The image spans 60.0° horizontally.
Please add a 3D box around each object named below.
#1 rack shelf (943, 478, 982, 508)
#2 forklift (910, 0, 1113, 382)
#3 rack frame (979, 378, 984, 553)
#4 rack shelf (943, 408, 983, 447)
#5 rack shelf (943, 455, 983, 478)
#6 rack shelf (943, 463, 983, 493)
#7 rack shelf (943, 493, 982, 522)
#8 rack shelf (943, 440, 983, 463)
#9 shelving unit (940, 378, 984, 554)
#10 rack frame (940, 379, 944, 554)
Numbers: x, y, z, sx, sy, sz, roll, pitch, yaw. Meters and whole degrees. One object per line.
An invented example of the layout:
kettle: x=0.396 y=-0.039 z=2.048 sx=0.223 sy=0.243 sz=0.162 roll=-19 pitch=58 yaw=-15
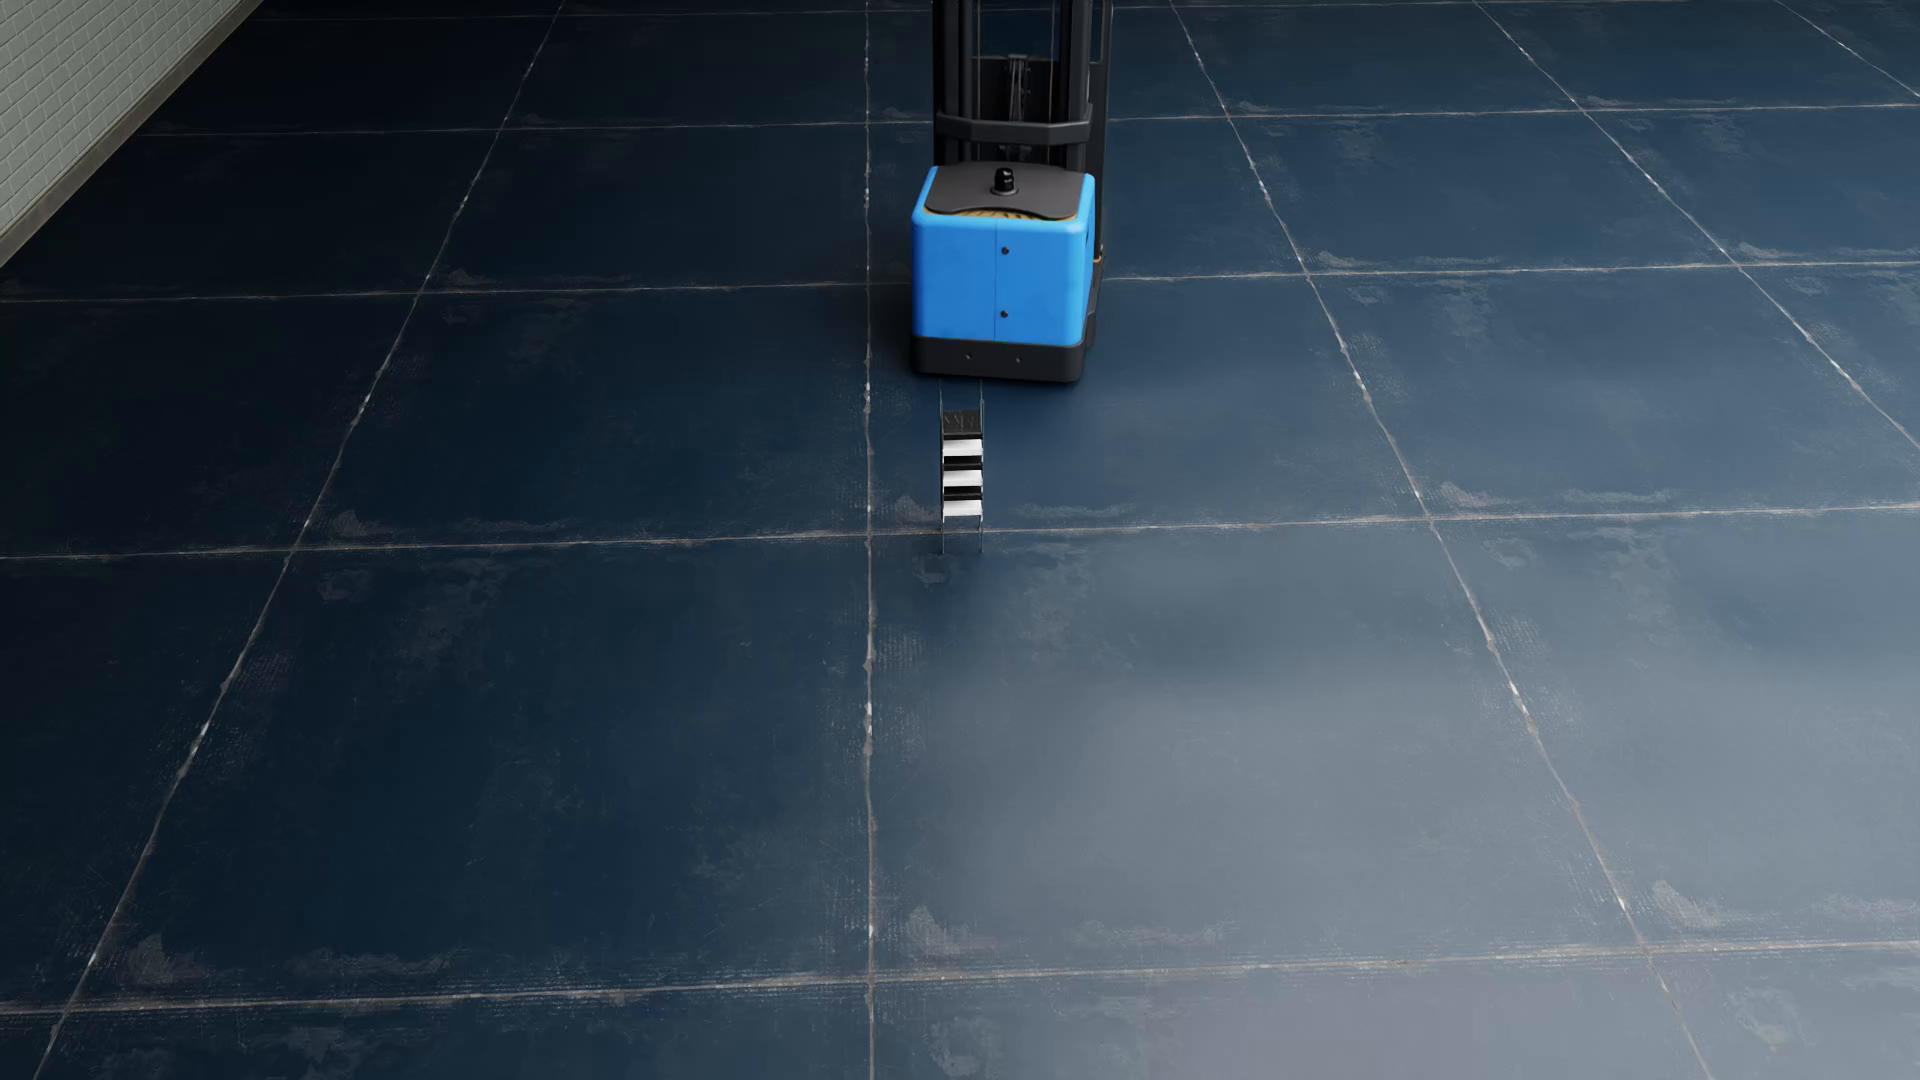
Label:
rack shelf: x=0.008 y=-0.269 z=8.564 sx=0.200 sy=0.077 sz=0.258 roll=-2 pitch=35 yaw=-2
forklift: x=0.410 y=-2.981 z=10.482 sx=1.130 sy=2.935 sz=3.031 roll=4 pitch=35 yaw=6
rack frame: x=0.110 y=-0.373 z=8.498 sx=0.006 sy=0.900 sz=0.240 roll=-2 pitch=35 yaw=-2
rack shelf: x=0.008 y=-0.565 z=8.360 sx=0.200 sy=0.077 sz=0.258 roll=-2 pitch=35 yaw=-2
rack shelf: x=0.008 y=-0.417 z=8.462 sx=0.200 sy=0.077 sz=0.258 roll=-2 pitch=35 yaw=-2
rack shelf: x=0.008 y=-0.343 z=8.513 sx=0.200 sy=0.077 sz=0.258 roll=-2 pitch=35 yaw=-2
rack shelf: x=0.008 y=-0.195 z=8.616 sx=0.200 sy=0.077 sz=0.258 roll=-2 pitch=35 yaw=-2
rack shelf: x=0.008 y=-0.491 z=8.411 sx=0.200 sy=0.077 sz=0.258 roll=-2 pitch=35 yaw=-2
shelving unit: x=0.008 y=-0.370 z=8.494 sx=0.210 sy=0.900 sz=0.258 roll=-2 pitch=35 yaw=-2
rack frame: x=-0.093 y=-0.368 z=8.490 sx=0.006 sy=0.900 sz=0.240 roll=-2 pitch=35 yaw=-2
